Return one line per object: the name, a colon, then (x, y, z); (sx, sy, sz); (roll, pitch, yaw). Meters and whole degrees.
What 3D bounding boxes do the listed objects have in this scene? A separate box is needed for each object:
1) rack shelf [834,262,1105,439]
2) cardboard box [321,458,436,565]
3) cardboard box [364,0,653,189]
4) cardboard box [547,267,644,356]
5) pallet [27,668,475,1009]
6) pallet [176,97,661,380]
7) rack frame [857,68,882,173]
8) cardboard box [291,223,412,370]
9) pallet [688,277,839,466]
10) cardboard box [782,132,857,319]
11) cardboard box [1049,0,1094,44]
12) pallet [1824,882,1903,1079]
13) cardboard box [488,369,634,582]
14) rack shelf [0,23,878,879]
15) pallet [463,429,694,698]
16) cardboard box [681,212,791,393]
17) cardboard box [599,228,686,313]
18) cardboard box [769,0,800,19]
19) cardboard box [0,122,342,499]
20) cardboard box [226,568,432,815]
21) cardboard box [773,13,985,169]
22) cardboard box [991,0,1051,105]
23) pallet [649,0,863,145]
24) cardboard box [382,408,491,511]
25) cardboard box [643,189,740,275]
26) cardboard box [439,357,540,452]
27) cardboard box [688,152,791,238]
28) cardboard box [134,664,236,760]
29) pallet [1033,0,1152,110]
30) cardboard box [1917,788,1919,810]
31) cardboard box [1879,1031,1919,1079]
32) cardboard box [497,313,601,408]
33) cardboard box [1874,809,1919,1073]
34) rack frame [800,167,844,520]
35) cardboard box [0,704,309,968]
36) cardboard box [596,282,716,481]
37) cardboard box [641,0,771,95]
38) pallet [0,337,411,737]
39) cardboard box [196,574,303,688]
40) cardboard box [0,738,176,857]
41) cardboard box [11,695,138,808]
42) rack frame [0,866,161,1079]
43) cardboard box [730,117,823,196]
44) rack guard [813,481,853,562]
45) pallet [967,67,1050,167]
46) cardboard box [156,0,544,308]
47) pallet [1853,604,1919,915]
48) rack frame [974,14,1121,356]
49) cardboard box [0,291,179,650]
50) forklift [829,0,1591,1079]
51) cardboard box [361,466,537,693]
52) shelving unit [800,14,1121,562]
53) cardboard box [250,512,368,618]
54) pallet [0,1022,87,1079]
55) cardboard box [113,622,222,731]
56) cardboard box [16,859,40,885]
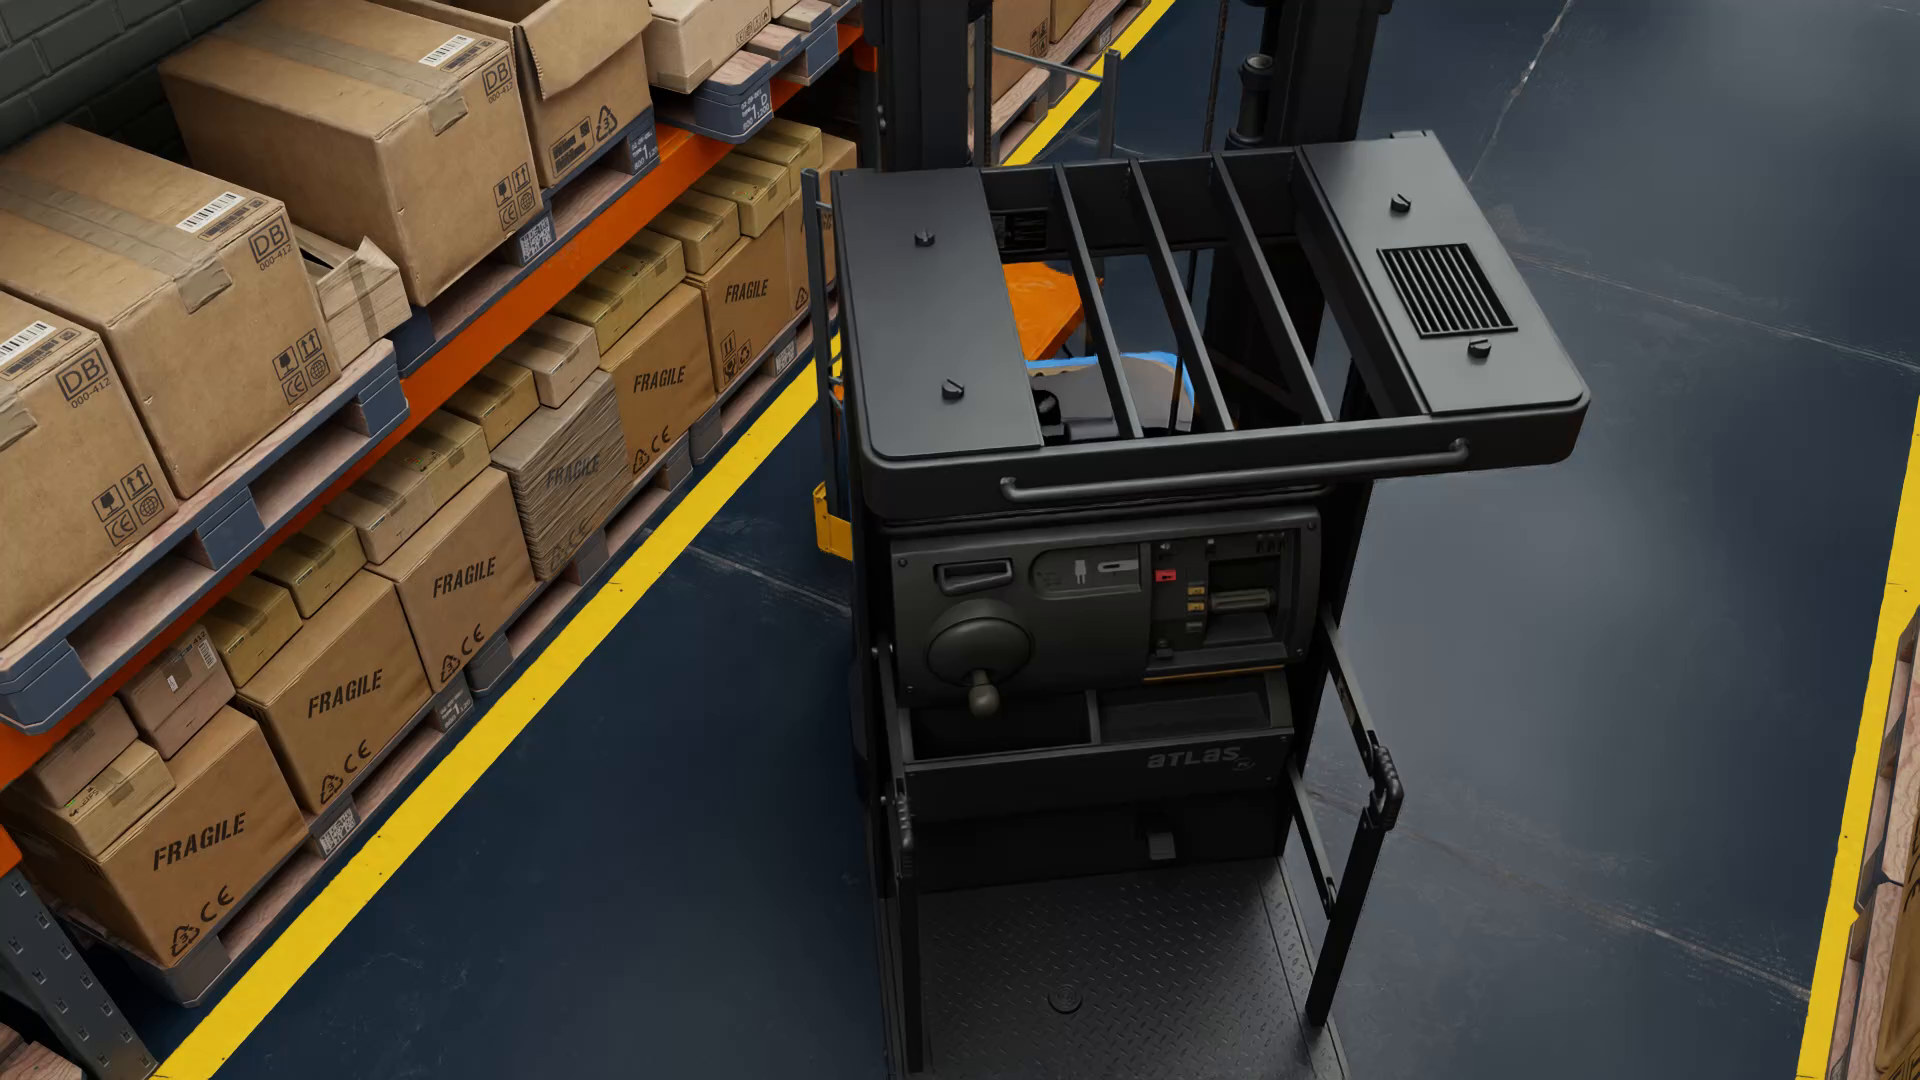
rack shelf: (0.025, -0.616, 5.558); (0.538, 0.185, 1.000); (22, 49, 20)
cardboard box: (-1.742, -0.118, 4.763); (0.380, 0.149, 0.250); (20, 49, 19)
cardboard box: (-1.314, -1.409, 4.666); (0.797, 0.503, 0.637); (19, 48, 18)
cardboard box: (-1.264, -0.775, 5.413); (0.380, 0.149, 0.250); (20, 49, 18)
pallet: (-2.233, 0.661, 4.949); (1.003, 0.211, 1.213); (20, 49, 19)
pallet: (-1.619, -1.021, 4.785); (1.003, 0.211, 1.213); (20, 49, 19)
rack frame: (-0.721, -2.315, 5.929); (1.000, 3.000, 0.127); (20, 49, 19)
cardboard box: (-1.593, -0.644, 4.077); (0.396, 0.266, 0.258); (23, 50, 21)
pallet: (-1.101, -0.877, 6.468); (1.003, 0.211, 1.213); (20, 49, 19)
cardboard box: (-0.726, -1.246, 6.335); (0.500, 0.500, 0.500); (22, 49, 20)
cardboard box: (0.190, -2.854, 7.837); (0.875, 0.625, 0.625); (19, 48, 17)
pallet: (2.677, 1.539, 4.080); (1.003, 0.211, 1.213); (20, 49, 19)
cardboard box: (-1.433, -0.271, 5.371); (0.500, 0.500, 0.500); (19, 48, 18)
rack shelf: (-1.649, -0.802, 4.939); (1.077, 0.370, 4.000); (20, 49, 19)
pallet: (-1.668, -0.111, 5.711); (1.003, 0.211, 1.213); (20, 49, 19)
cardboard box: (-0.968, -0.934, 6.027); (0.500, 0.500, 0.500); (20, 49, 18)
cardboard box: (-1.149, -0.932, 5.568); (0.380, 0.149, 0.250); (22, 49, 20)
cardboard box: (-0.686, -1.834, 5.335); (0.380, 0.149, 0.250); (21, 49, 20)
cardboard box: (-1.914, -0.535, 3.804); (0.700, 0.500, 0.500); (21, 49, 19)
cardboard box: (-1.915, 0.367, 4.740); (0.500, 0.500, 0.500); (20, 49, 19)
cardboard box: (-0.419, -2.016, 7.008); (0.875, 0.625, 0.625); (22, 49, 20)
cardboard box: (-0.122, -2.430, 7.417); (0.875, 0.625, 0.625); (22, 49, 20)
pallet: (-0.973, -1.797, 5.552); (1.213, 0.211, 1.003); (20, 49, 19)
cardboard box: (-1.625, -0.273, 4.917); (0.380, 0.149, 0.250); (22, 49, 20)
cardboard box: (-0.986, -1.083, 5.718); (0.380, 0.149, 0.250); (19, 48, 18)
cardboard box: (-1.525, -0.453, 5.095); (0.380, 0.149, 0.250); (21, 49, 19)
cardboard box: (-0.825, -1.235, 5.868); (0.380, 0.149, 0.250); (18, 48, 17)
cardboard box: (-2.115, 0.370, 4.281); (0.380, 0.149, 0.250); (19, 48, 18)
pallet: (0.264, -2.606, 8.177); (1.003, 0.211, 1.213); (20, 49, 19)
cardboard box: (3.283, 0.329, 4.515); (0.875, 0.875, 0.875); (20, 49, 19)
cardboard box: (2.450, 1.452, 3.404); (0.875, 0.875, 0.875); (22, 49, 20)
cardboard box: (-1.366, -0.591, 5.231); (0.380, 0.149, 0.250); (18, 48, 17)
cardboard box: (2.866, 0.889, 3.961); (0.875, 0.875, 0.875); (21, 49, 20)
rack frame: (-0.222, -0.427, 5.117); (0.500, 1.500, 0.032); (22, 49, 20)
cardboard box: (-2.153, 0.706, 4.406); (0.500, 0.500, 0.500); (22, 49, 21)
cardboard box: (-1.209, -0.604, 5.700); (0.500, 0.500, 0.500); (22, 49, 21)
cardboard box: (-0.924, -1.638, 5.070); (0.500, 0.250, 0.500); (18, 48, 17)
pallet: (-2.110, -0.195, 3.968); (1.003, 0.211, 1.213); (20, 49, 19)
cardboard box: (-2.006, 0.205, 4.445); (0.380, 0.149, 0.250); (18, 48, 17)
cardboard box: (-2.175, 0.570, 4.084); (0.380, 0.149, 0.250); (23, 50, 21)
cardboard box: (-2.229, 0.445, 3.998); (0.380, 0.149, 0.250); (20, 49, 18)
rack frame: (-2.577, 0.205, 3.438); (1.000, 3.000, 0.127); (20, 49, 19)
cardboard box: (-0.725, -1.417, 6.048); (0.380, 0.149, 0.250); (18, 48, 17)
rack guard: (-0.222, 0.012, 5.563); (0.587, 0.250, 0.087); (22, 49, 20)
pallet: (-0.304, -1.840, 7.420); (1.003, 0.211, 1.213); (20, 49, 19)
cardboard box: (-1.550, -1.029, 4.293); (0.700, 0.500, 0.500); (20, 49, 19)
pallet: (3.245, 0.774, 4.837); (1.003, 0.211, 1.213); (20, 49, 19)
rack frame: (0.272, -1.059, 5.742); (0.500, 1.500, 0.032); (22, 49, 20)
cardboard box: (-2.155, -0.209, 3.482); (0.700, 0.500, 0.500); (22, 49, 20)
forklift: (0.348, 0.250, 3.443); (1.130, 2.935, 3.031); (-5, 46, -5)
cardboard box: (-1.679, 0.054, 5.050); (0.500, 0.500, 0.500); (19, 48, 18)
shelving unit: (0.020, -0.737, 5.424); (0.587, 1.500, 1.083); (22, 49, 20)
cardboard box: (-1.891, 0.027, 4.620); (0.380, 0.149, 0.250); (20, 49, 18)
pallet: (-2.897, 1.618, 4.003); (1.003, 0.211, 1.213); (20, 49, 19)
cardboard box: (-2.097, 0.286, 4.155); (0.380, 0.149, 0.250); (18, 48, 17)
cardboard box: (-2.611, 0.529, 4.580); (0.500, 0.500, 0.500); (20, 49, 19)
